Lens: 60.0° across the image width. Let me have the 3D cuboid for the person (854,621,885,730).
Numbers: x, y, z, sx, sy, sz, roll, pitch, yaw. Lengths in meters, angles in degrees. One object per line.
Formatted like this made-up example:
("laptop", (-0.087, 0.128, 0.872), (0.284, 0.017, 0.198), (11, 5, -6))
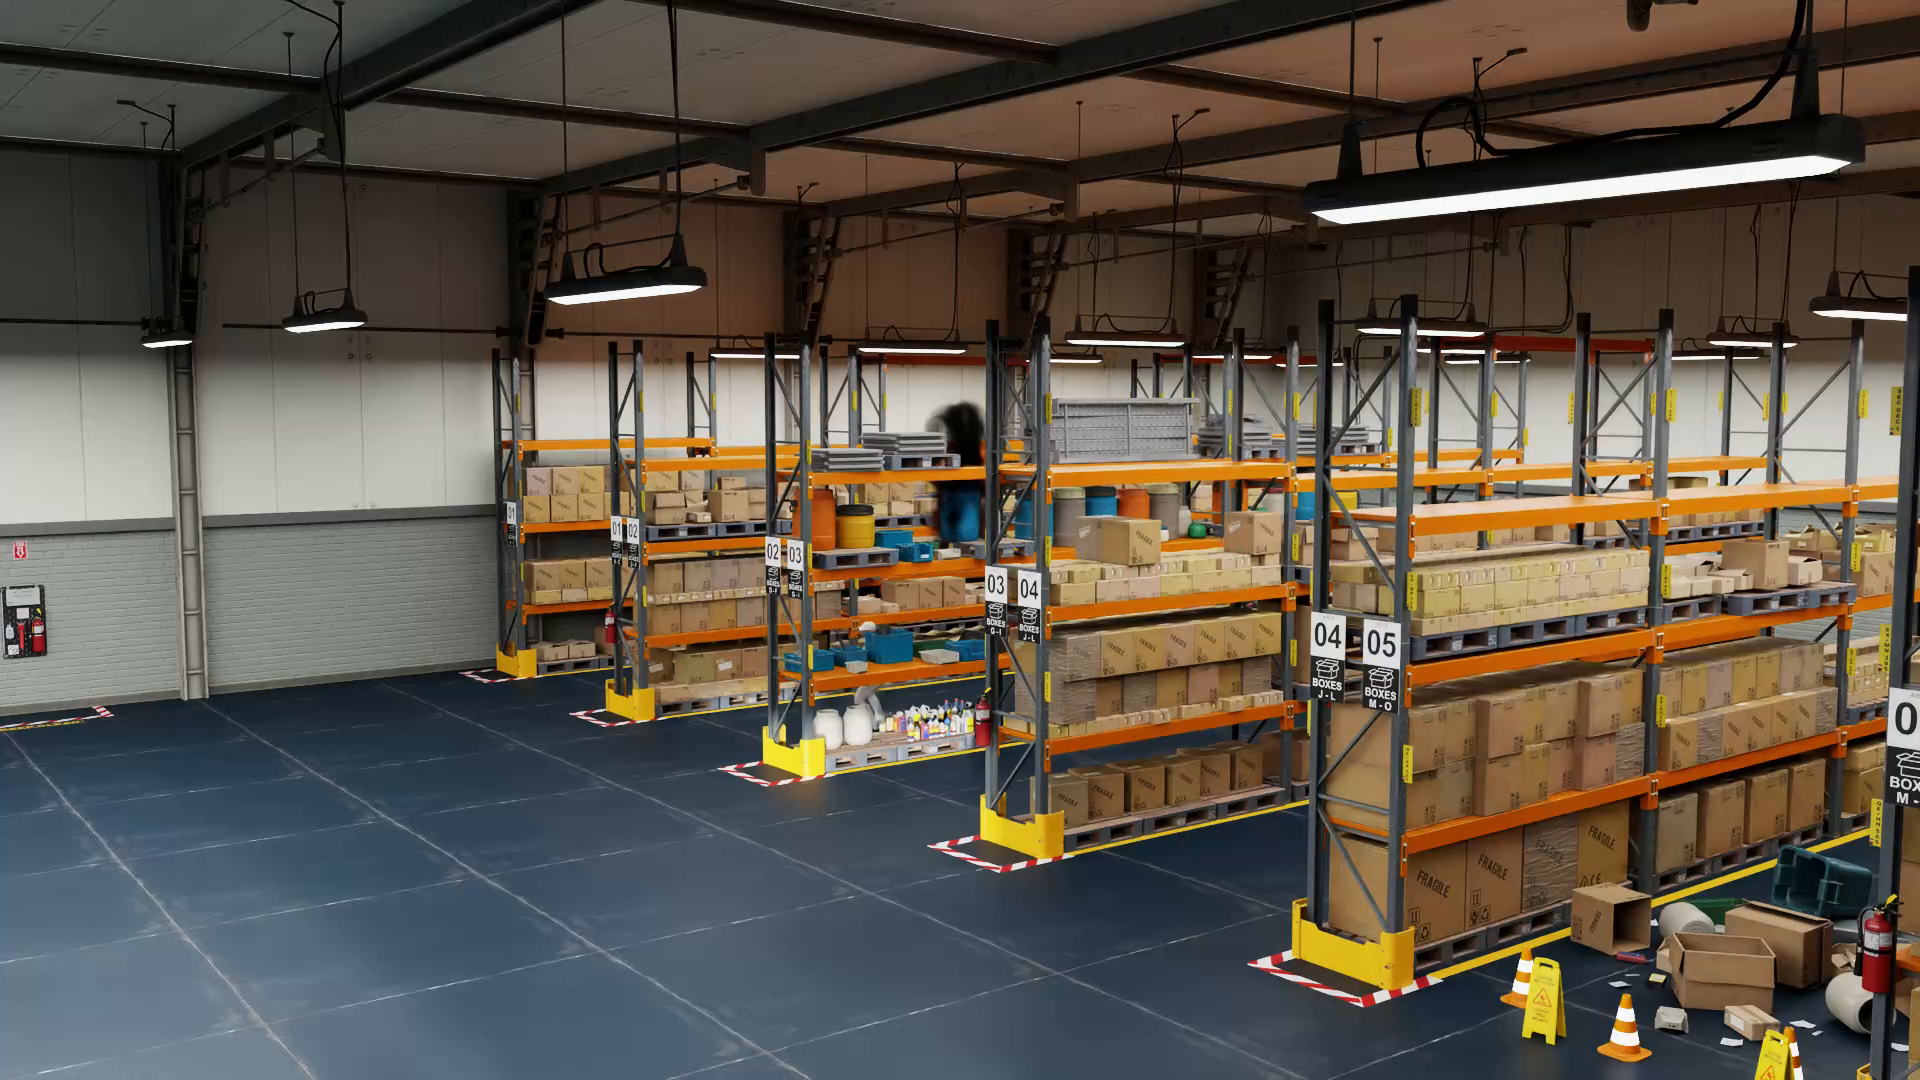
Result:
("person", (-1.383, 2.079, 25.675), (0.457, 1.692, 0.998), (0, 5, 3))
